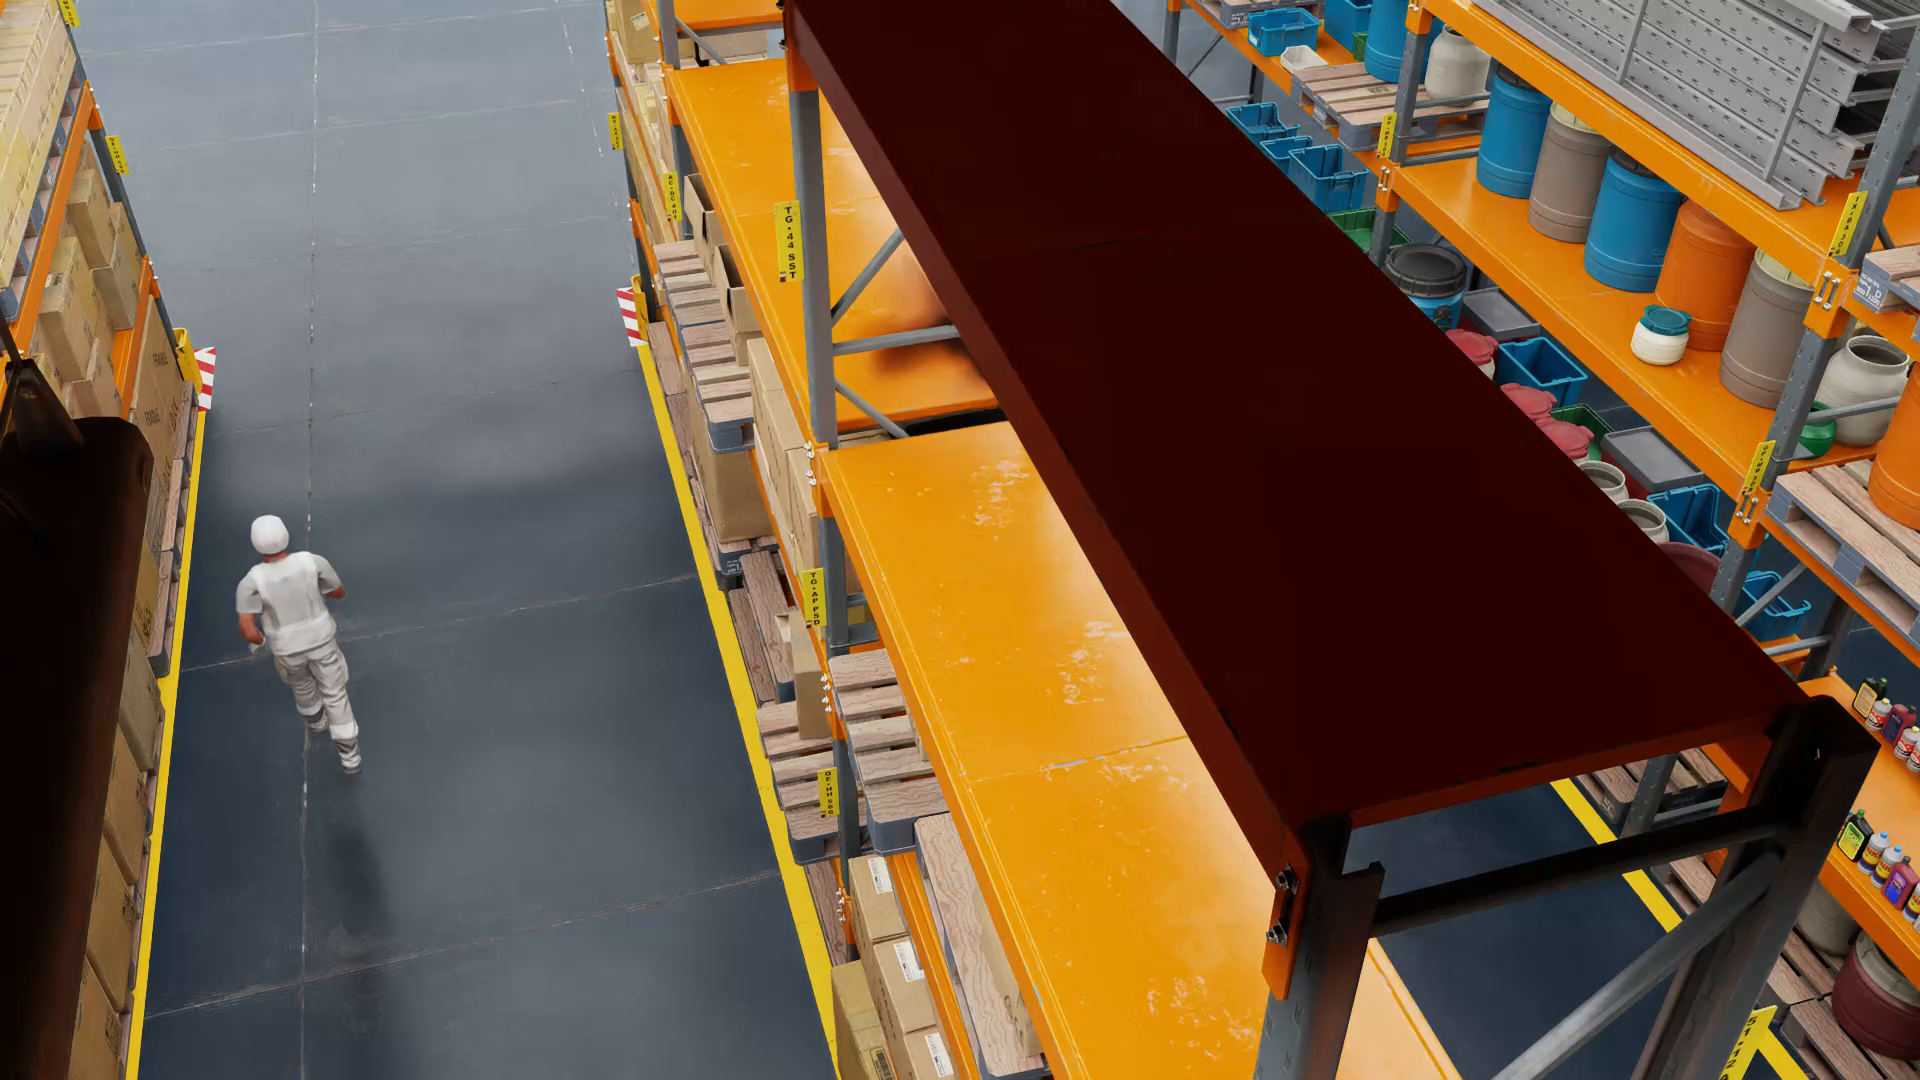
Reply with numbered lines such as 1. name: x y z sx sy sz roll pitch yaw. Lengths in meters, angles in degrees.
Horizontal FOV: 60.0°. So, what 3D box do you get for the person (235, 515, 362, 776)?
1. person: -3.976 0.638 10.106 0.613 1.837 0.849 -16 41 -19
